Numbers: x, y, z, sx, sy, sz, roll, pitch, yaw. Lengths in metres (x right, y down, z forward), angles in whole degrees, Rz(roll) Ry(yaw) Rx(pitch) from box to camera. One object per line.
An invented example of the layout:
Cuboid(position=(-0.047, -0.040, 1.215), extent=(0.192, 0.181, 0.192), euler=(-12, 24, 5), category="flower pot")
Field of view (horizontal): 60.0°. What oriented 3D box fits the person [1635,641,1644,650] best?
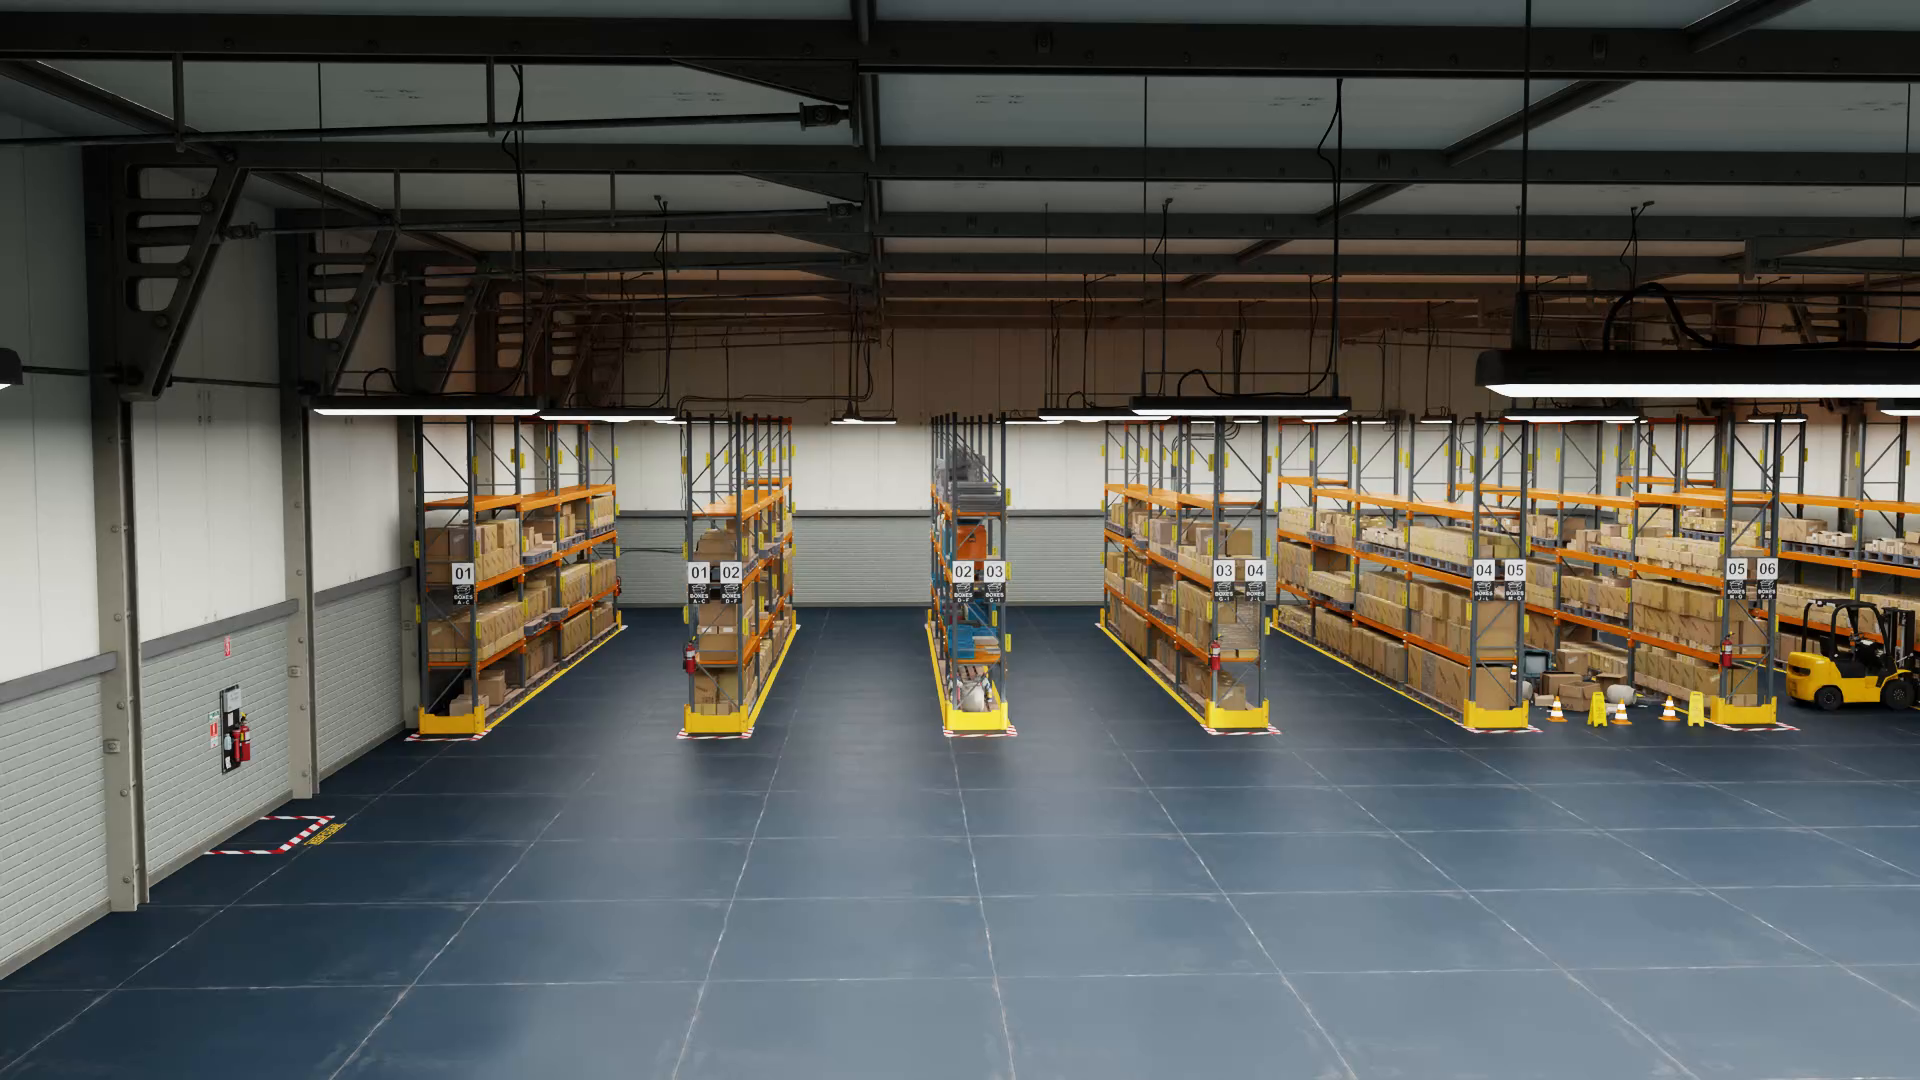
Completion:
Cuboid(position=(17.555, 2.005, 42.389), extent=(0.574, 1.688, 0.850), euler=(-1, 4, -18), category="person")
